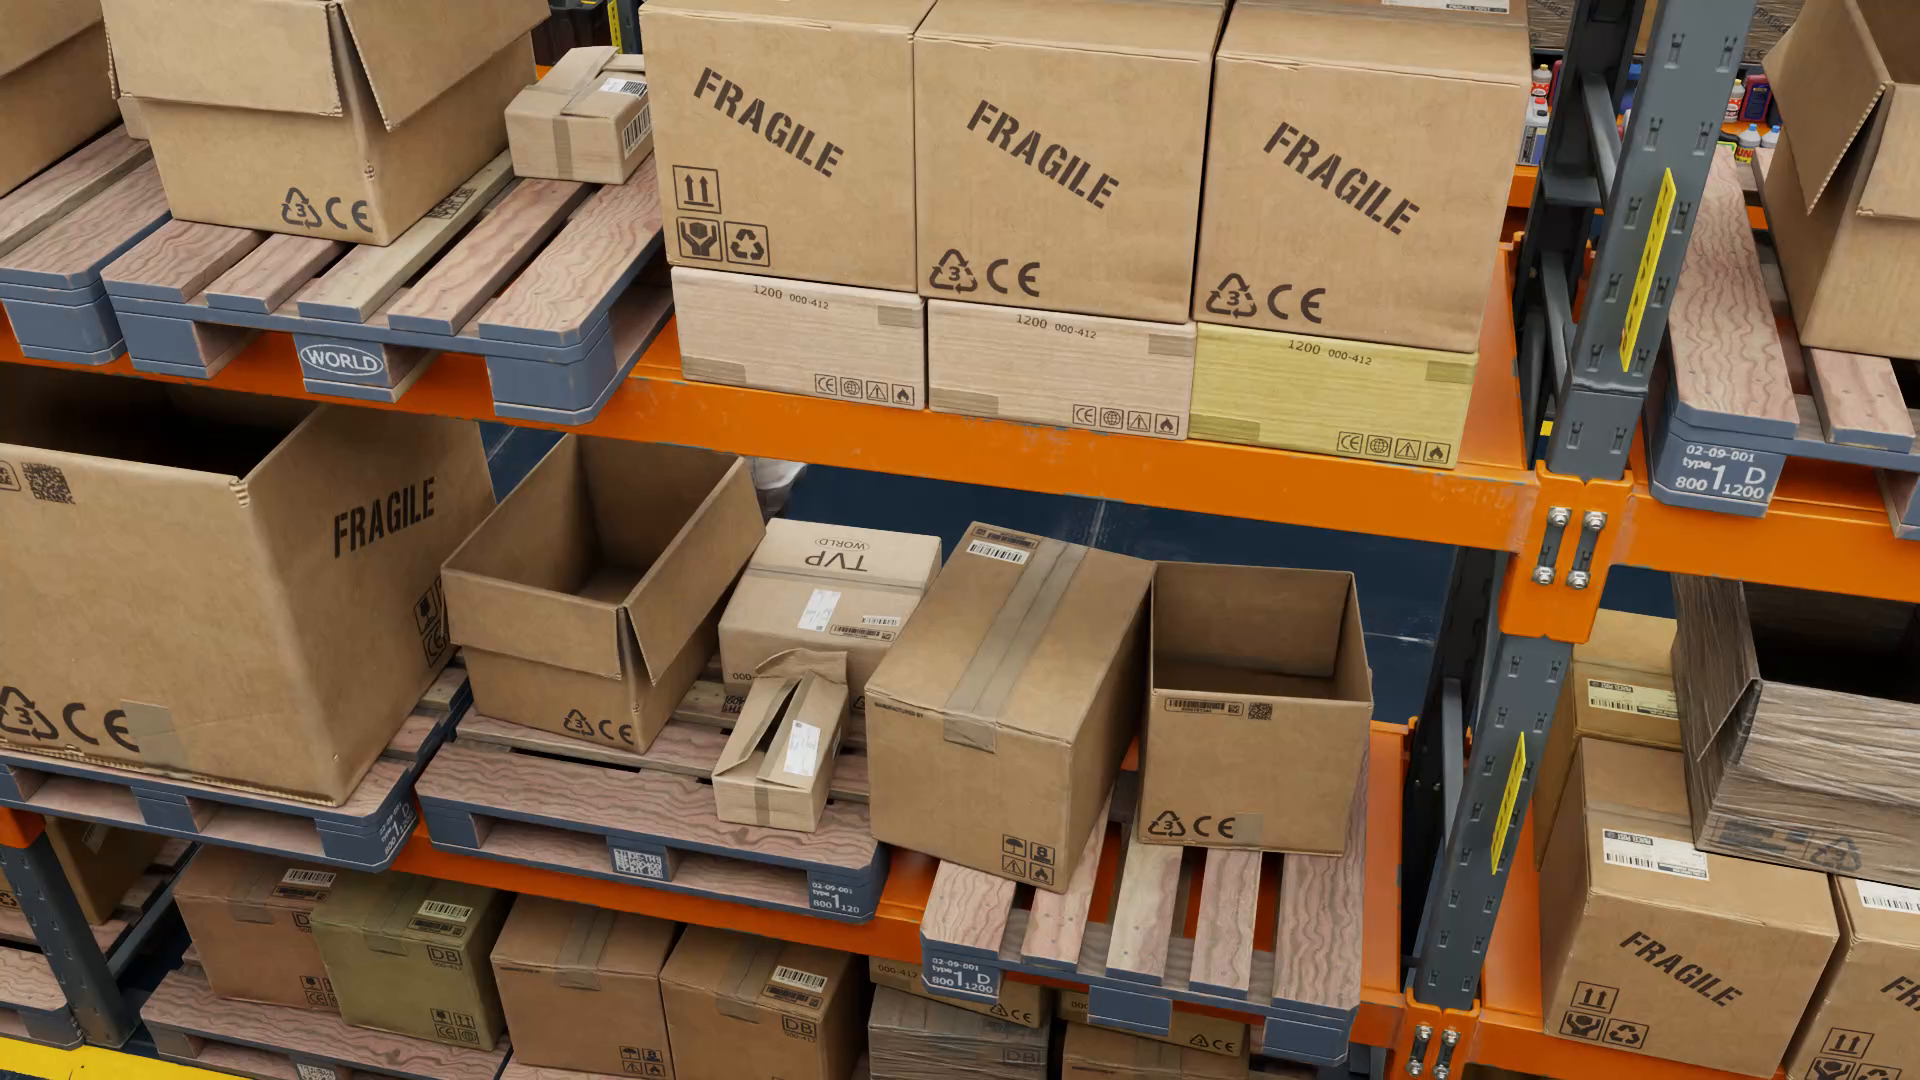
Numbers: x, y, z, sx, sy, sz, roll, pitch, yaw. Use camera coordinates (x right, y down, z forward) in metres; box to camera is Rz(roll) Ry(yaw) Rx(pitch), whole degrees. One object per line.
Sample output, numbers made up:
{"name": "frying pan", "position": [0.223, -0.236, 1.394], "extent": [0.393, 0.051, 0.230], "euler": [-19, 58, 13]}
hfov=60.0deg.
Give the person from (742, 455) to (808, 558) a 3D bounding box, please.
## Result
{"name": "person", "position": [-0.818, -0.298, 6.504], "extent": [0.472, 1.781, 0.579], "euler": [13, 38, 17]}
